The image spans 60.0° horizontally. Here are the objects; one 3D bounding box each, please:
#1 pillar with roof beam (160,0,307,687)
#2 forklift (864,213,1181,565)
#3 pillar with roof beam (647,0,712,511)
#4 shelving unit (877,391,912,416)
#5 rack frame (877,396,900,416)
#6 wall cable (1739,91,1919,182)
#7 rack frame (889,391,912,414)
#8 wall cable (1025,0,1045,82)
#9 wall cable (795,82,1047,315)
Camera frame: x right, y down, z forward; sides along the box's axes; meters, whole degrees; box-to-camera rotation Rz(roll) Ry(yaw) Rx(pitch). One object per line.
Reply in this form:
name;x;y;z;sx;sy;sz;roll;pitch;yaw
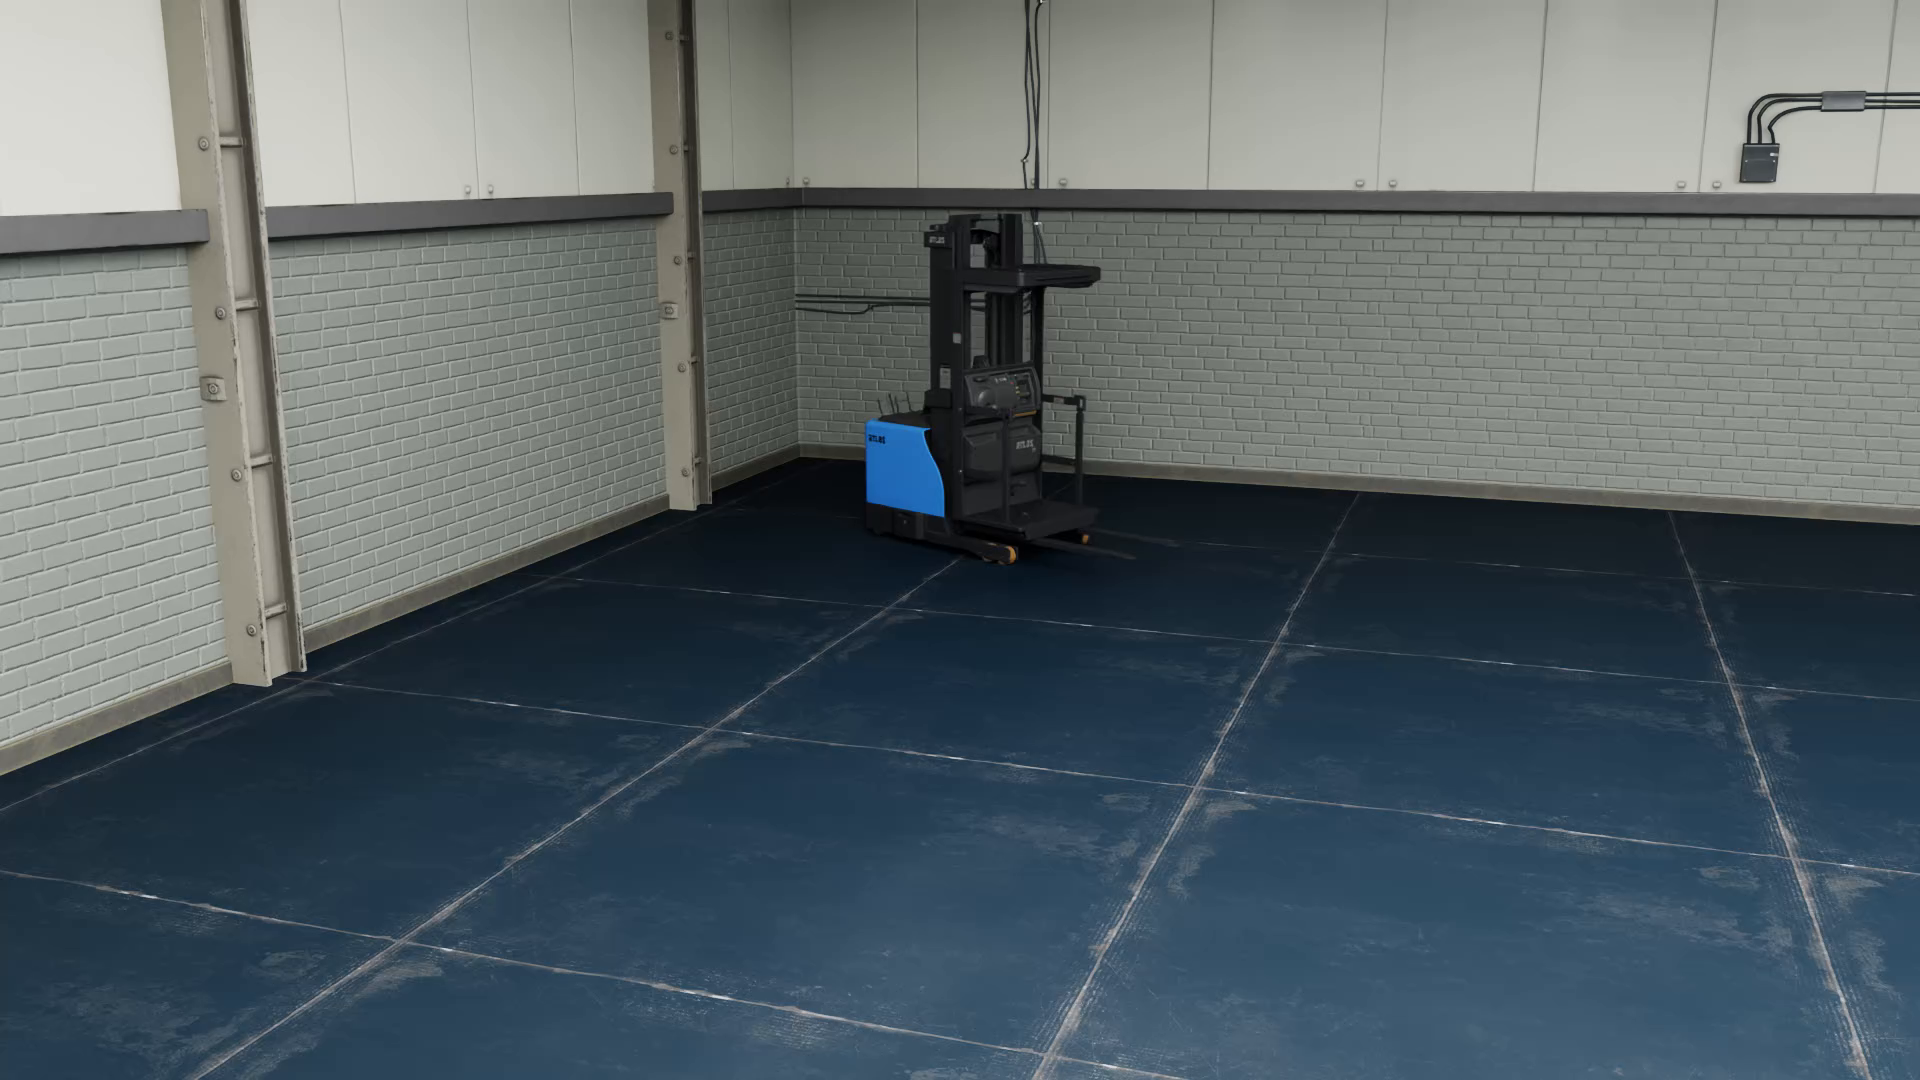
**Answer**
pillar with roof beam;-0.592;-3.159;8.868;9.100;9.000;0.400;4;14;18
forklift;0.533;-1.342;14.541;3.031;2.935;1.130;12;17;42
pillar with roof beam;1.349;-4.422;14.403;9.100;9.000;0.400;4;14;18
shelving unit;-0.530;-0.832;16.201;0.258;1.200;0.189;-12;-1;-42
rack frame;-0.589;-0.817;16.270;0.240;1.200;0.006;-12;-1;-42
wall cable;8.458;-6.229;14.674;2.305;6.003;0.169;4;14;18
rack frame;-0.471;-0.846;16.133;0.240;1.200;0.006;-12;-1;-42
wall cable;2.040;-6.011;16.991;3.097;2.526;0.112;4;14;18
wall cable;-0.520;-3.744;18.407;3.097;2.526;0.112;4;14;18
